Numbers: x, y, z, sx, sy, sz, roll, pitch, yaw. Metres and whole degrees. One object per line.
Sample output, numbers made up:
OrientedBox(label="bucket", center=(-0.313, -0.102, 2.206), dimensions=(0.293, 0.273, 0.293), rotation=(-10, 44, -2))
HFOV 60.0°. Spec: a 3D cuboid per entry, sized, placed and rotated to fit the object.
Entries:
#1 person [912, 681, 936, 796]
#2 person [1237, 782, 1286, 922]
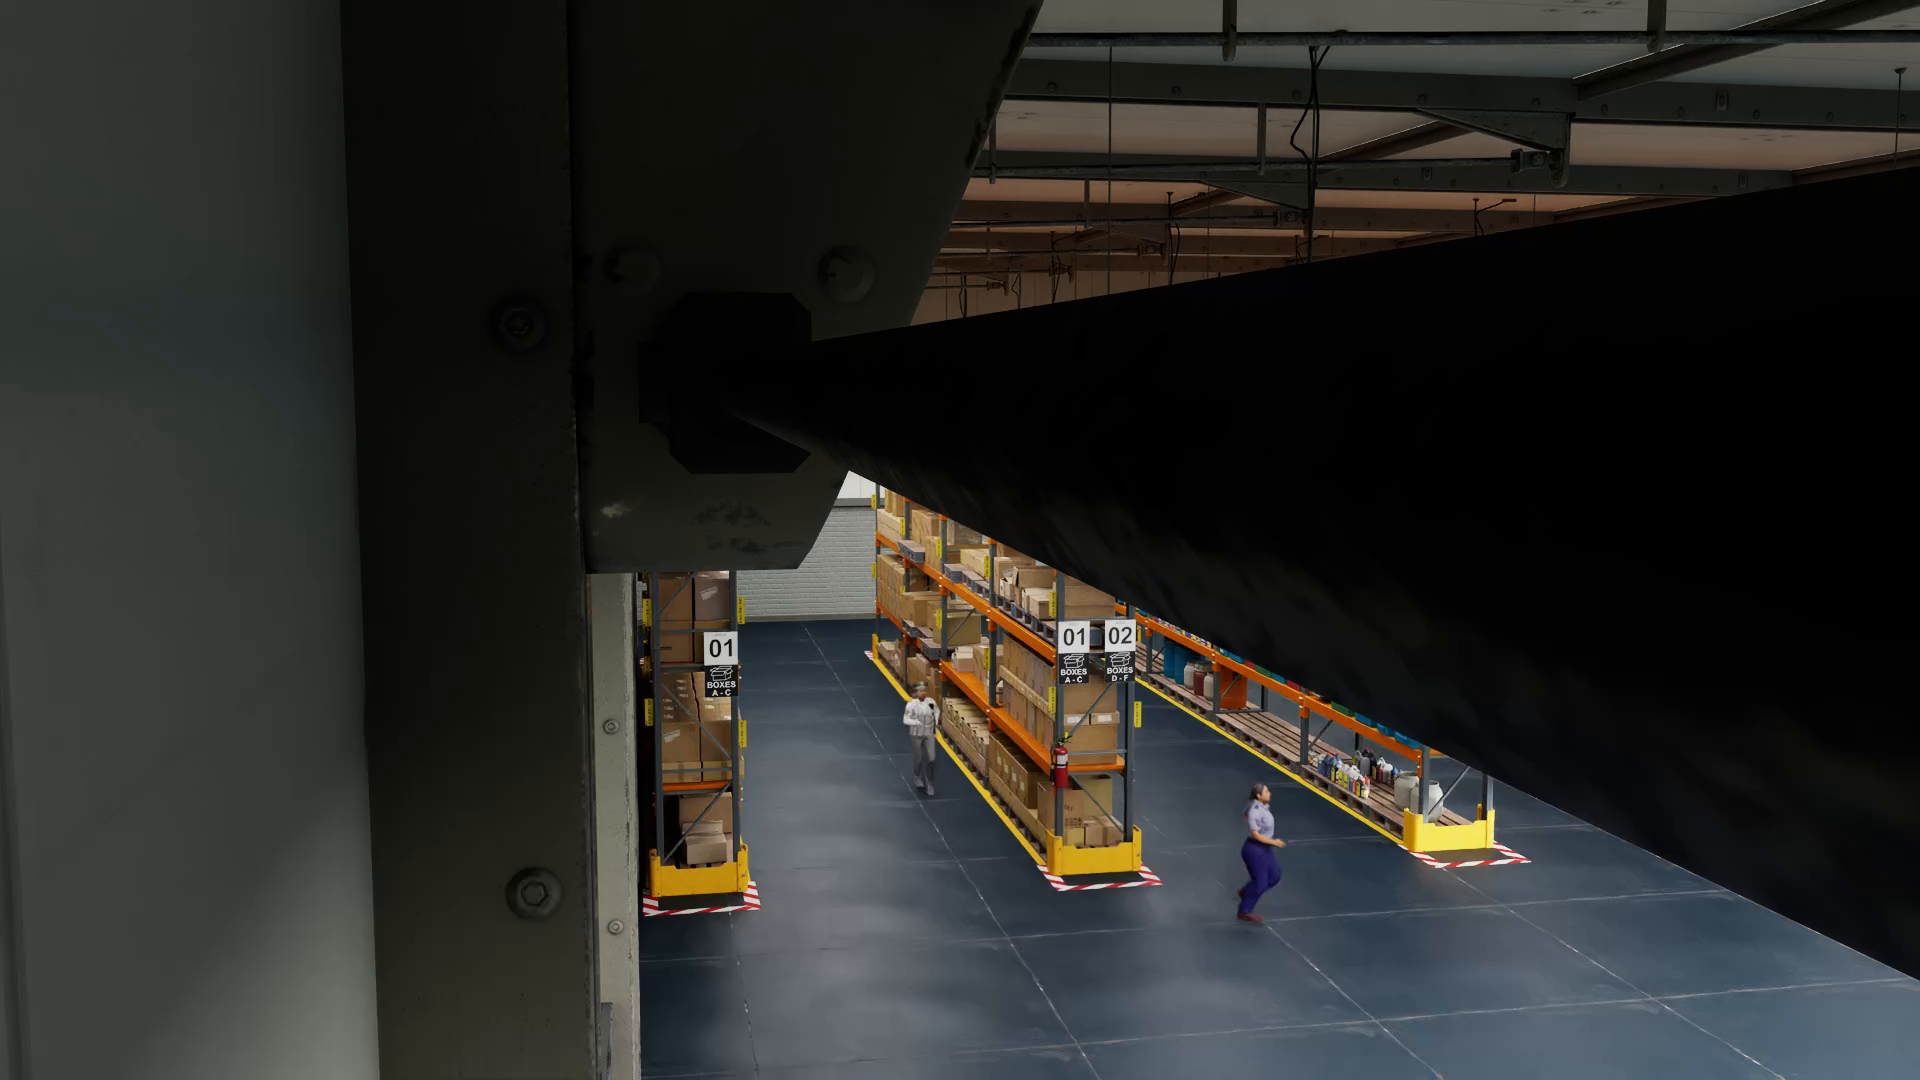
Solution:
OrientedBox(label="person", center=(-0.558, 2.945, 24.912), dimensions=(0.362, 1.740, 0.572), rotation=(-1, 6, -10))
OrientedBox(label="person", center=(3.468, 3.580, 19.121), dimensions=(0.559, 1.596, 0.631), rotation=(2, 6, 16))
